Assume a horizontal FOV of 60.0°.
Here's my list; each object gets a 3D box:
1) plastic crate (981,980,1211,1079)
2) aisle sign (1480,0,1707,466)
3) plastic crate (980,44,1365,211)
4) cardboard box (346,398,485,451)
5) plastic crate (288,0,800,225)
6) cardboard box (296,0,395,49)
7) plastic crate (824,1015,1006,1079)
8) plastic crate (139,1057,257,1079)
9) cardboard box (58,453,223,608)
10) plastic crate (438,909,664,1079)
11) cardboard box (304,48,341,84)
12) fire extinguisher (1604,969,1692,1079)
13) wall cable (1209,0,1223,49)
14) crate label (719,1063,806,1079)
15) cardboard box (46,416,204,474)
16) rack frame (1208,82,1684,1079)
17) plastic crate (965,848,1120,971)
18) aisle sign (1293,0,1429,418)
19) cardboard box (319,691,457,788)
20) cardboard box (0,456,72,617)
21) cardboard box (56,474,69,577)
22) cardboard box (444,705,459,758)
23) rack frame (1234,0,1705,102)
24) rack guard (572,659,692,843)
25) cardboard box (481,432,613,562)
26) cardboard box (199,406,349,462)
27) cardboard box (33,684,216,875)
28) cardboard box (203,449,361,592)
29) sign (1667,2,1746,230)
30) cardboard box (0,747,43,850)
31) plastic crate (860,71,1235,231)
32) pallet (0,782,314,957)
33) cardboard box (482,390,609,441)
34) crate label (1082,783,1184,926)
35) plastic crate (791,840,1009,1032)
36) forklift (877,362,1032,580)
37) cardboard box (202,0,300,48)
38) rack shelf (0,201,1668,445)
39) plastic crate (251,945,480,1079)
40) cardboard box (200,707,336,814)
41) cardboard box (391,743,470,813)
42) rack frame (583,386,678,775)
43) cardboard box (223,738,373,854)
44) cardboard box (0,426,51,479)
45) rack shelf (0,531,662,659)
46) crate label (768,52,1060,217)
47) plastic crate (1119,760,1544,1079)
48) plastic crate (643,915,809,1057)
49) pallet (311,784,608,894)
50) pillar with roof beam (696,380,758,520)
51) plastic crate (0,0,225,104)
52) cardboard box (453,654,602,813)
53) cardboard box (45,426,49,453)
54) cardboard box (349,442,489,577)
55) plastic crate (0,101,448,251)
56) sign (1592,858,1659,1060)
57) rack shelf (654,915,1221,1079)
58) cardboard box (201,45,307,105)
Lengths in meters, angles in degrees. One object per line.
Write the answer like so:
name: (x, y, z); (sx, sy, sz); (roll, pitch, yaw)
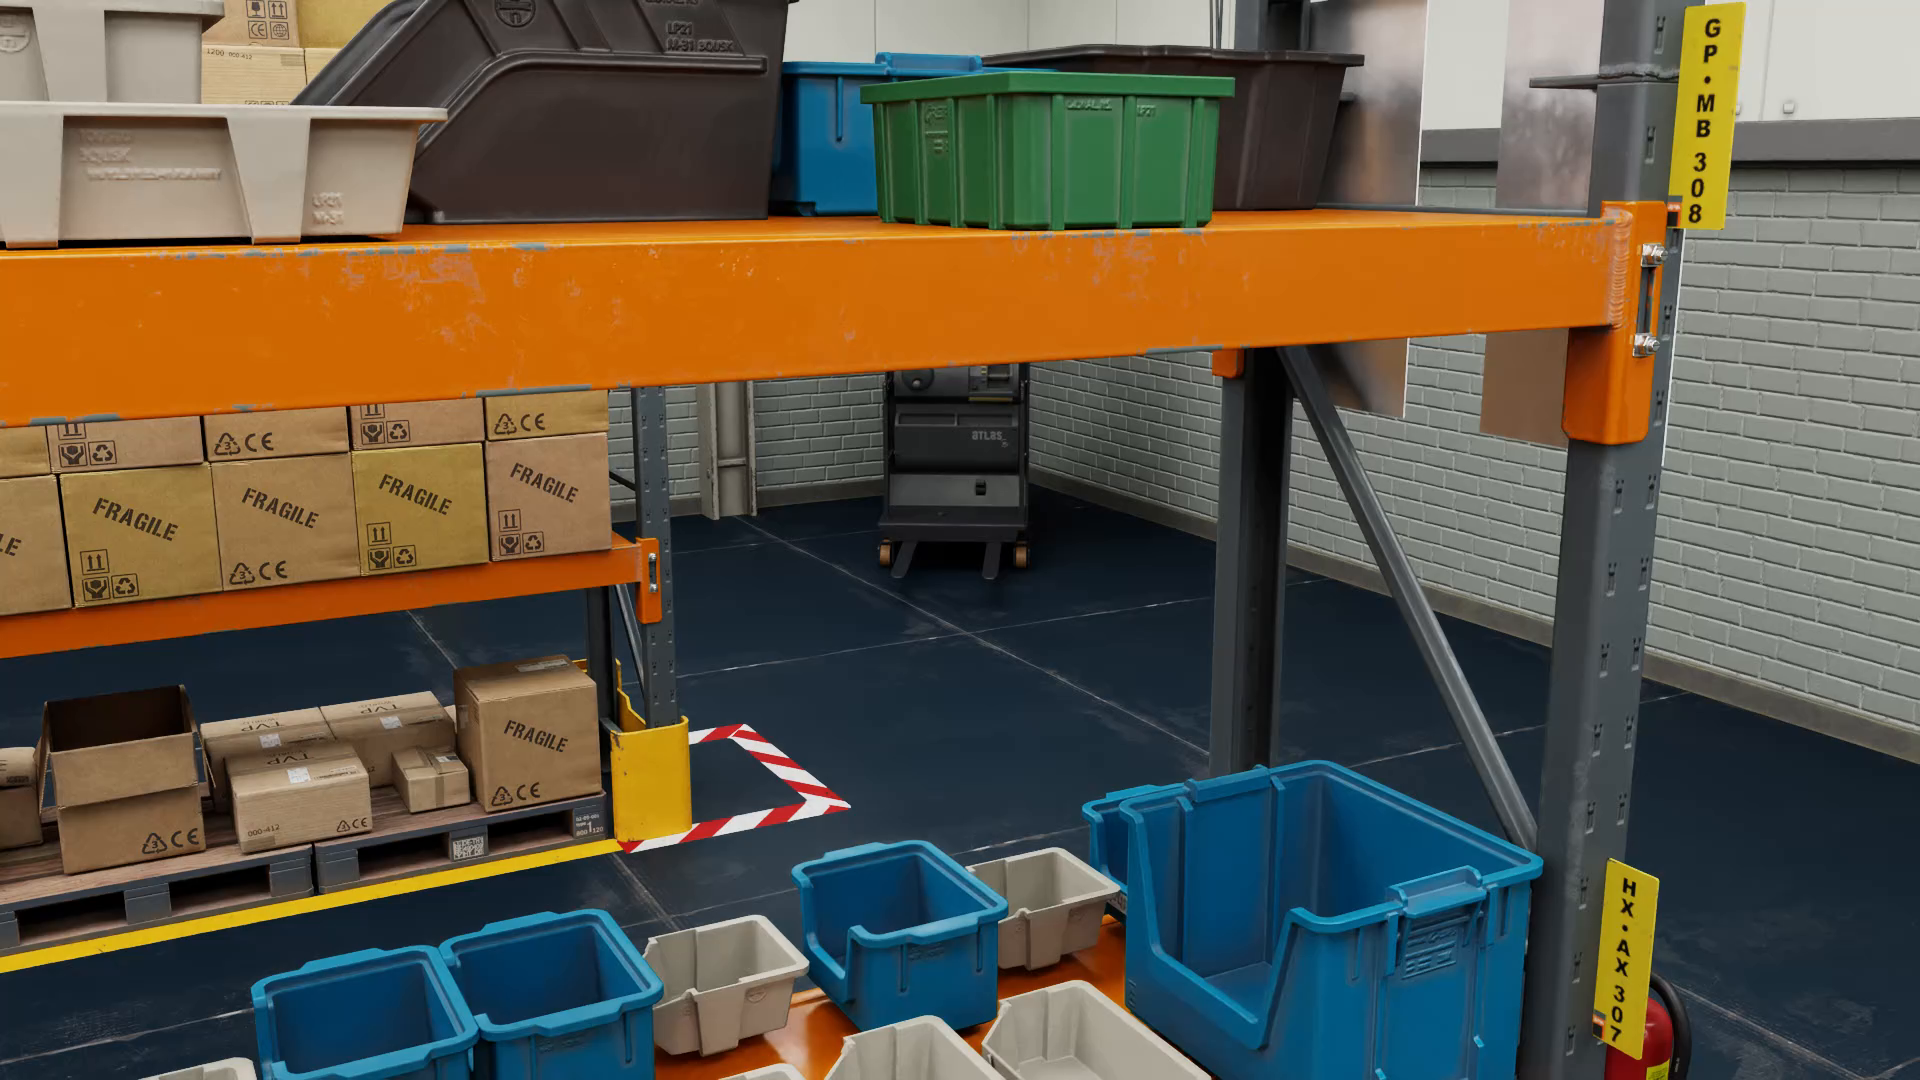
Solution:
plastic crate: (0.207, 0.898, 2.753); (0.243, 0.136, 0.396); (-7, 14, -28)
aisle sign: (1.039, -0.542, 2.764); (0.004, 0.787, 0.394); (-7, 14, -28)
plastic crate: (0.364, -0.735, 3.011); (0.590, 0.269, 0.497); (-7, 14, -28)
cardboard box: (-2.237, -0.661, 6.709); (0.500, 0.500, 0.500); (-6, 14, -26)
plastic crate: (-0.637, -0.648, 2.466); (0.767, 0.338, 0.504); (-7, 14, -28)
cardboard box: (-2.457, -2.184, 6.645); (0.500, 0.500, 0.700); (-7, 14, -28)
plastic crate: (-0.055, 0.925, 2.630); (0.243, 0.136, 0.396); (-7, 14, -28)
plastic crate: (-1.291, 0.957, 2.491); (0.466, 0.136, 0.293); (-7, 14, -28)
cardboard box: (-3.134, -0.067, 6.348); (0.500, 0.500, 0.500); (-7, 14, -29)
plastic crate: (-0.695, 0.831, 2.830); (0.300, 0.233, 0.416); (-7, 14, -28)
cardboard box: (-2.302, -1.756, 6.450); (0.500, 0.250, 0.500); (-7, 14, -28)
fire extinguisher: (1.186, 0.969, 2.998); (0.183, 0.674, 0.296); (-7, 14, -28)
wall cable: (1.224, -3.170, 13.771); (0.112, 2.526, 3.097); (-7, 14, -28)
crate label: (-0.288, 0.959, 2.479); (0.243, 0.136, 0.396); (-7, 14, -28)
cardboard box: (-3.140, -0.552, 6.223); (0.500, 0.500, 0.500); (-6, 14, -26)
rack frame: (0.836, 0.677, 3.267); (0.127, 3.000, 1.000); (-7, 14, -28)
plastic crate: (0.140, 0.757, 3.377); (0.298, 0.136, 0.250); (-7, 14, -28)
aisle sign: (0.756, -0.656, 3.270); (0.004, 0.787, 0.394); (-7, 14, -28)
cardboard box: (-2.587, 0.904, 7.519); (0.500, 0.250, 0.500); (-7, 14, -28)
cardboard box: (-3.579, -0.013, 6.109); (0.500, 0.500, 0.500); (-7, 14, -28)
cardboard box: (-3.828, -0.117, 6.567); (0.500, 0.500, 0.500); (-6, 14, -27)
cardboard box: (-2.286, 0.894, 7.755); (0.250, 0.166, 0.380); (-7, 14, -28)
rack frame: (0.836, -2.249, 2.608); (0.127, 3.000, 1.000); (-7, 14, -28)
rack guard: (-1.601, 0.950, 7.749); (0.348, 0.500, 1.175); (-7, 14, -28)
cardboard box: (-1.797, -0.227, 7.057); (0.500, 0.500, 0.500); (-6, 14, -26)
cardboard box: (-2.689, -0.606, 6.463); (0.500, 0.500, 0.500); (-6, 14, -26)
cardboard box: (-3.399, 0.948, 6.749); (0.637, 0.503, 0.797); (-7, 14, -28)
cardboard box: (-2.691, -0.120, 6.583); (0.500, 0.500, 0.500); (-7, 14, -27)
sign: (1.113, -0.631, 2.486); (0.005, 0.325, 0.100); (-7, 14, -28)
cardboard box: (-4.023, 1.047, 6.747); (0.500, 0.311, 0.500); (-7, 14, -28)
plastic crate: (0.107, -0.524, 2.255); (0.336, 0.188, 0.450); (-7, 14, -28)
pallet: (-3.370, 1.303, 6.841); (1.213, 0.211, 1.003); (-7, 14, -28)
cardboard box: (-1.793, -0.714, 6.946); (0.500, 0.500, 0.500); (-7, 14, -28)
crate label: (0.461, 0.692, 3.445); (0.303, 0.233, 0.416); (-7, 14, -28)
plastic crate: (-0.117, 0.762, 3.138); (0.300, 0.233, 0.416); (-7, 14, -28)
forklift: (-0.032, -1.293, 12.181); (1.130, 2.935, 3.031); (1, 13, 3)
cardboard box: (-2.845, -2.111, 6.320); (0.500, 0.500, 0.700); (-7, 14, -28)
rack shelf: (-0.920, -0.225, 2.082); (4.000, 0.370, 1.077); (-7, 14, -28)
plastic crate: (-0.958, 0.862, 2.690); (0.300, 0.233, 0.416); (-7, 14, -28)
cardboard box: (-3.025, 0.957, 7.285); (0.500, 0.250, 0.500); (-7, 14, -28)
cardboard box: (-2.292, 1.020, 7.196); (0.250, 0.166, 0.380); (-7, 14, -28)
rack frame: (-1.535, -0.278, 7.511); (0.127, 3.000, 1.000); (-7, 14, -28)
cardboard box: (-2.742, 1.048, 6.881); (0.500, 0.250, 0.500); (-7, 14, -28)
cardboard box: (-3.593, -0.497, 5.981); (0.500, 0.500, 0.500); (-7, 15, -30)
rack shelf: (-3.290, 0.284, 6.655); (4.000, 0.370, 1.077); (-7, 14, -28)
crate label: (-0.129, -0.679, 2.799); (0.502, 0.251, 0.408); (-7, 14, -28)
plastic crate: (0.631, 0.702, 2.940); (0.499, 0.435, 0.616); (-7, 14, -28)
plastic crate: (-0.456, 0.829, 3.060); (0.298, 0.136, 0.250); (-7, 14, -28)
pallet: (-2.301, 1.175, 7.408); (1.213, 0.211, 1.003); (-7, 14, -28)
pillar with roof beam: (0.107, -3.780, 9.408); (0.400, 9.000, 9.100); (-7, 14, -28)
plastic crate: (-1.258, -0.554, 2.179); (0.530, 0.282, 0.437); (-7, 14, -28)
cardboard box: (-1.894, 0.832, 7.272); (0.500, 0.500, 0.500); (-7, 14, -28)
cardboard box: (-3.835, -0.604, 6.455); (0.500, 0.500, 0.500); (-7, 14, -27)
cardboard box: (-2.251, -0.171, 6.812); (0.500, 0.500, 0.500); (-7, 14, -27)
plastic crate: (-0.859, -0.392, 1.788); (0.530, 0.136, 0.437); (-7, 14, -28)
sign: (1.113, 0.702, 2.786); (0.005, 0.325, 0.100); (-7, 14, -28)
rack shelf: (-0.920, 1.239, 2.411); (4.000, 0.370, 1.077); (-7, 14, -28)
cardboard box: (-2.743, -1.704, 6.220); (0.500, 0.250, 0.500); (-7, 14, -28)
